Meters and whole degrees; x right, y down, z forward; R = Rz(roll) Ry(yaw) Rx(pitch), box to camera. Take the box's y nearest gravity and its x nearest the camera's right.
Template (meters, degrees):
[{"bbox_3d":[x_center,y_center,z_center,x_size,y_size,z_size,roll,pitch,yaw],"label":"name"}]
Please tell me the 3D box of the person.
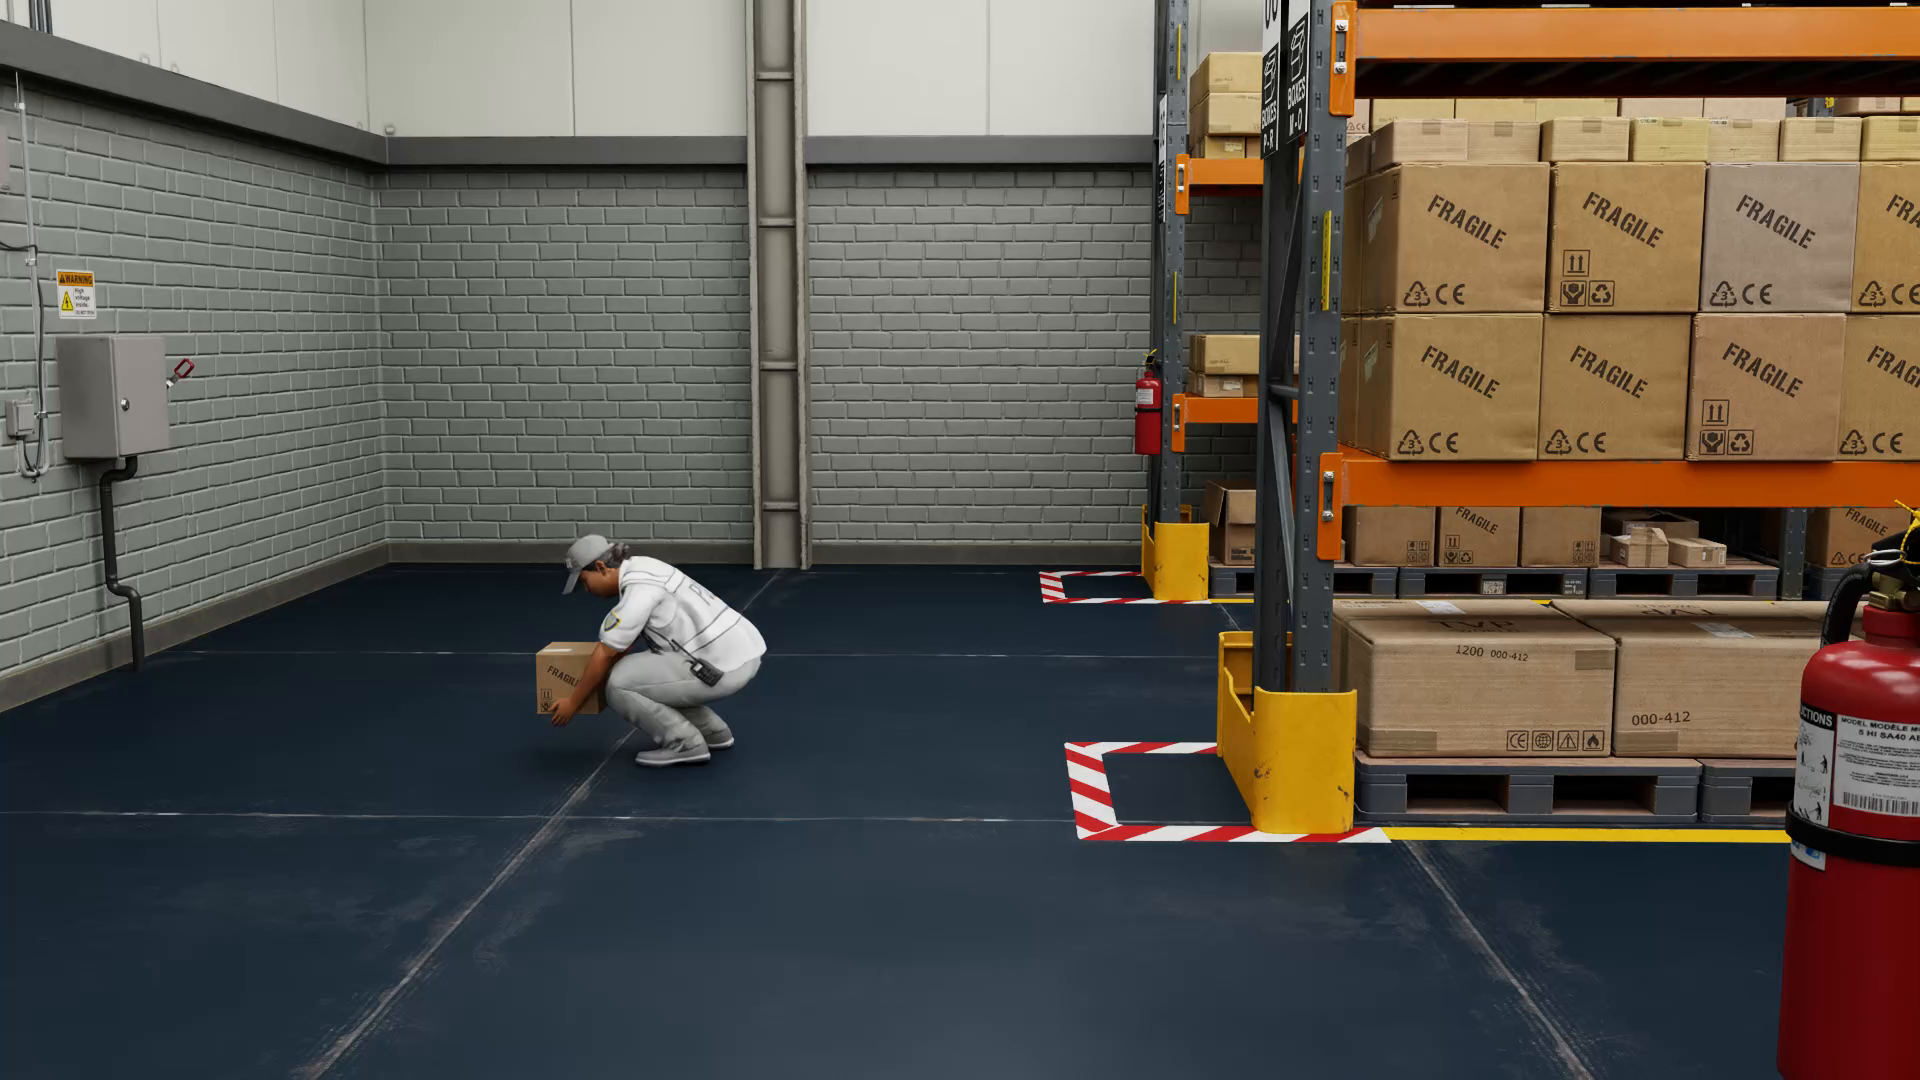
[{"bbox_3d":[-1.231,0.436,6.801,0.854,0.934,0.516,0,7,1],"label":"person"}]
